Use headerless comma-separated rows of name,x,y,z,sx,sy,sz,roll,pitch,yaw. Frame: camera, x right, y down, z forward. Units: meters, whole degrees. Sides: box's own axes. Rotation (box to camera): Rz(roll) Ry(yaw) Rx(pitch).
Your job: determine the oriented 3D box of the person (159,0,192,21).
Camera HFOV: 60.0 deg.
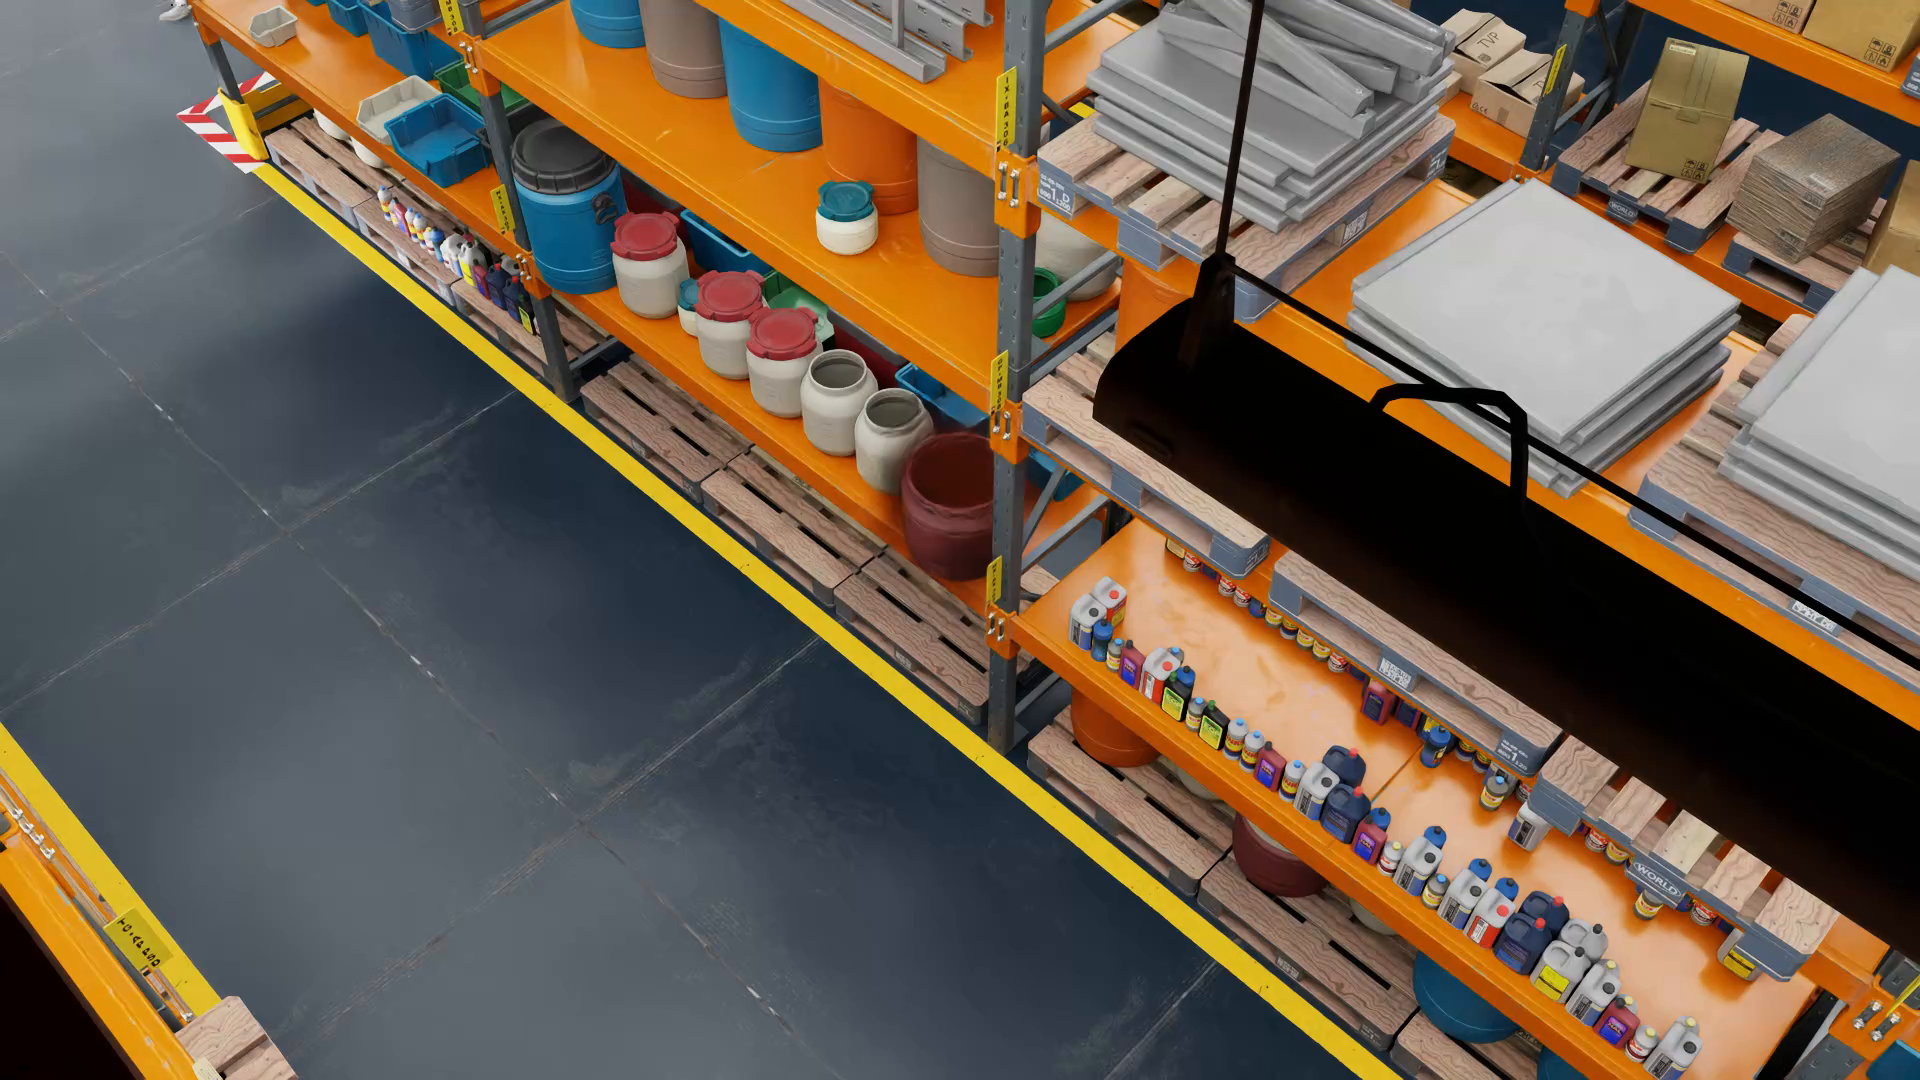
person,-6.315,-5.180,13.608,0.677,1.700,1.104,16,52,13
